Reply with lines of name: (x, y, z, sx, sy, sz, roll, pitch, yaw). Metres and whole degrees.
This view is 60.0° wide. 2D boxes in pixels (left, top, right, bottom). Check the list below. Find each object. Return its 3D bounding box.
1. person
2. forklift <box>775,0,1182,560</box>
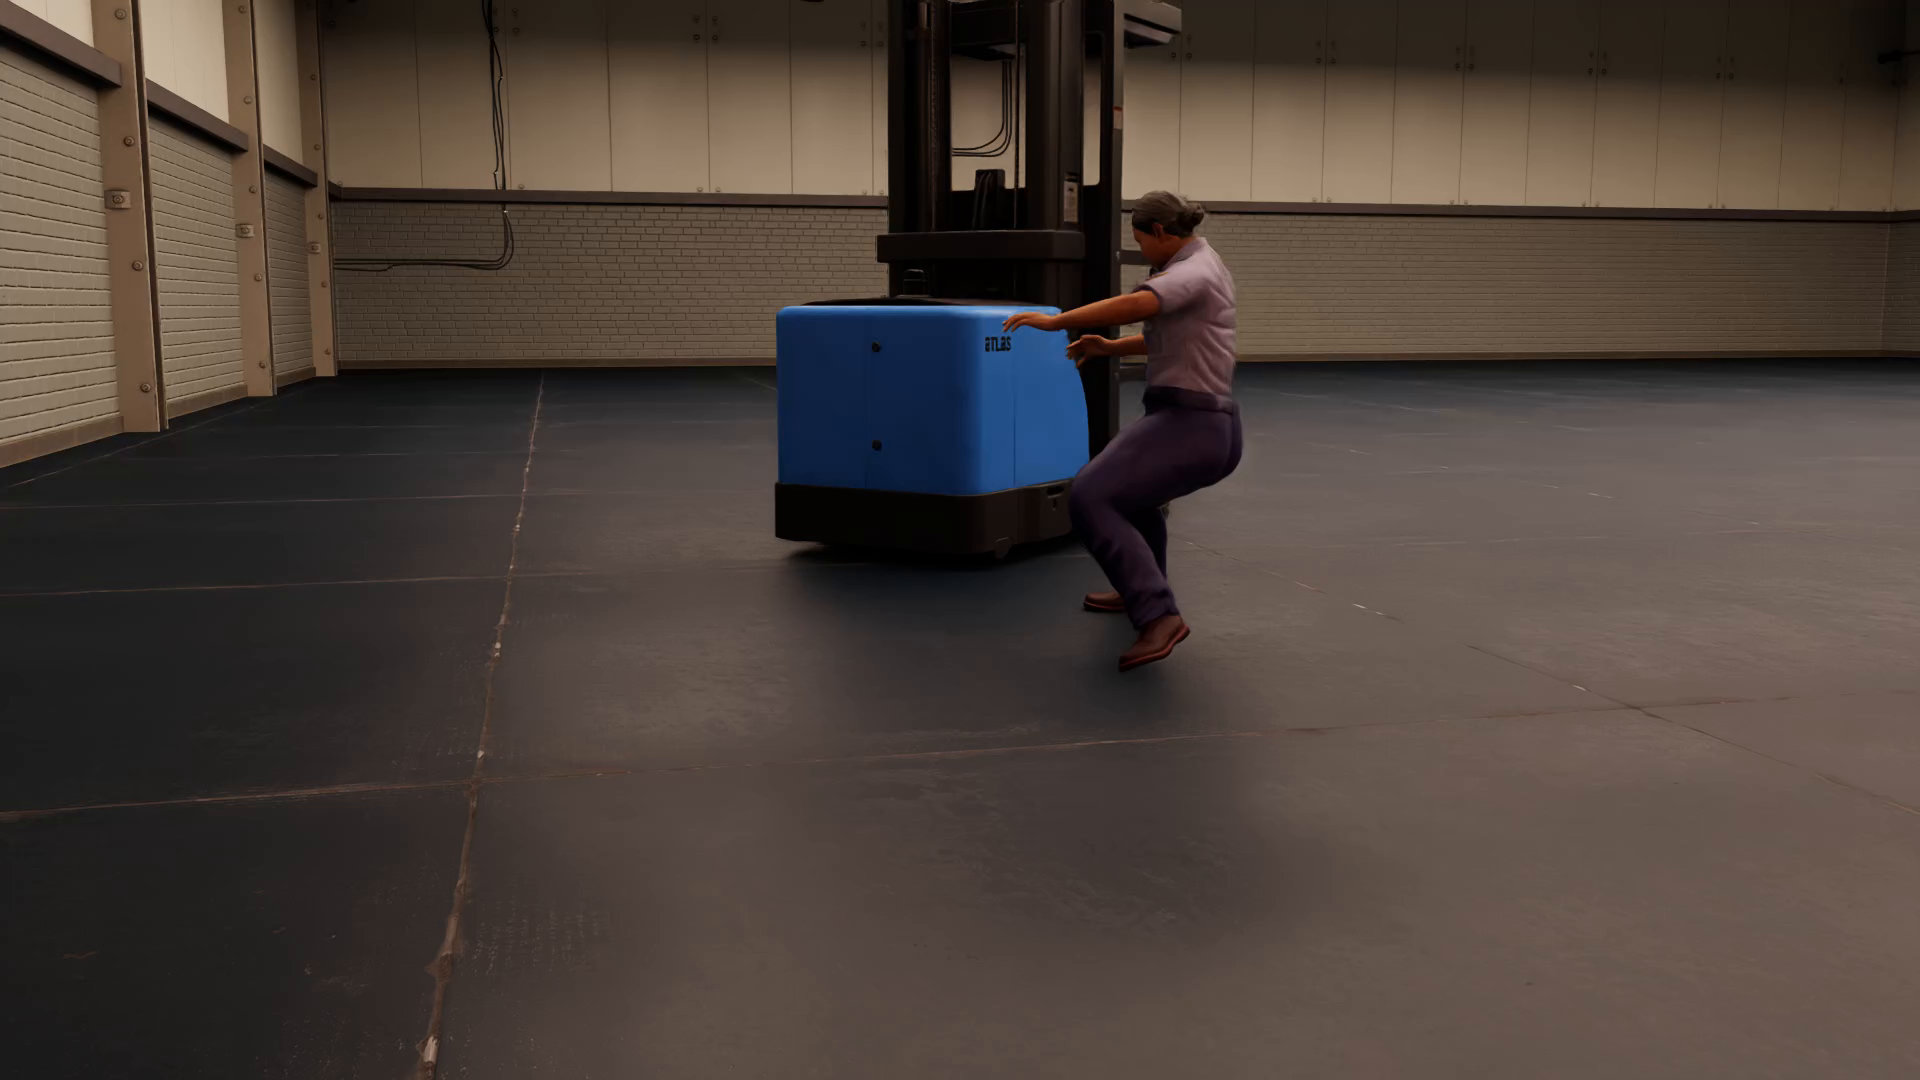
person: (0.557, -0.385, 5.291, 0.633, 1.432, 1.228, 3, 9, 22)
forklift: (0.387, -1.534, 8.090, 1.130, 2.935, 3.031, 5, 9, 31)
